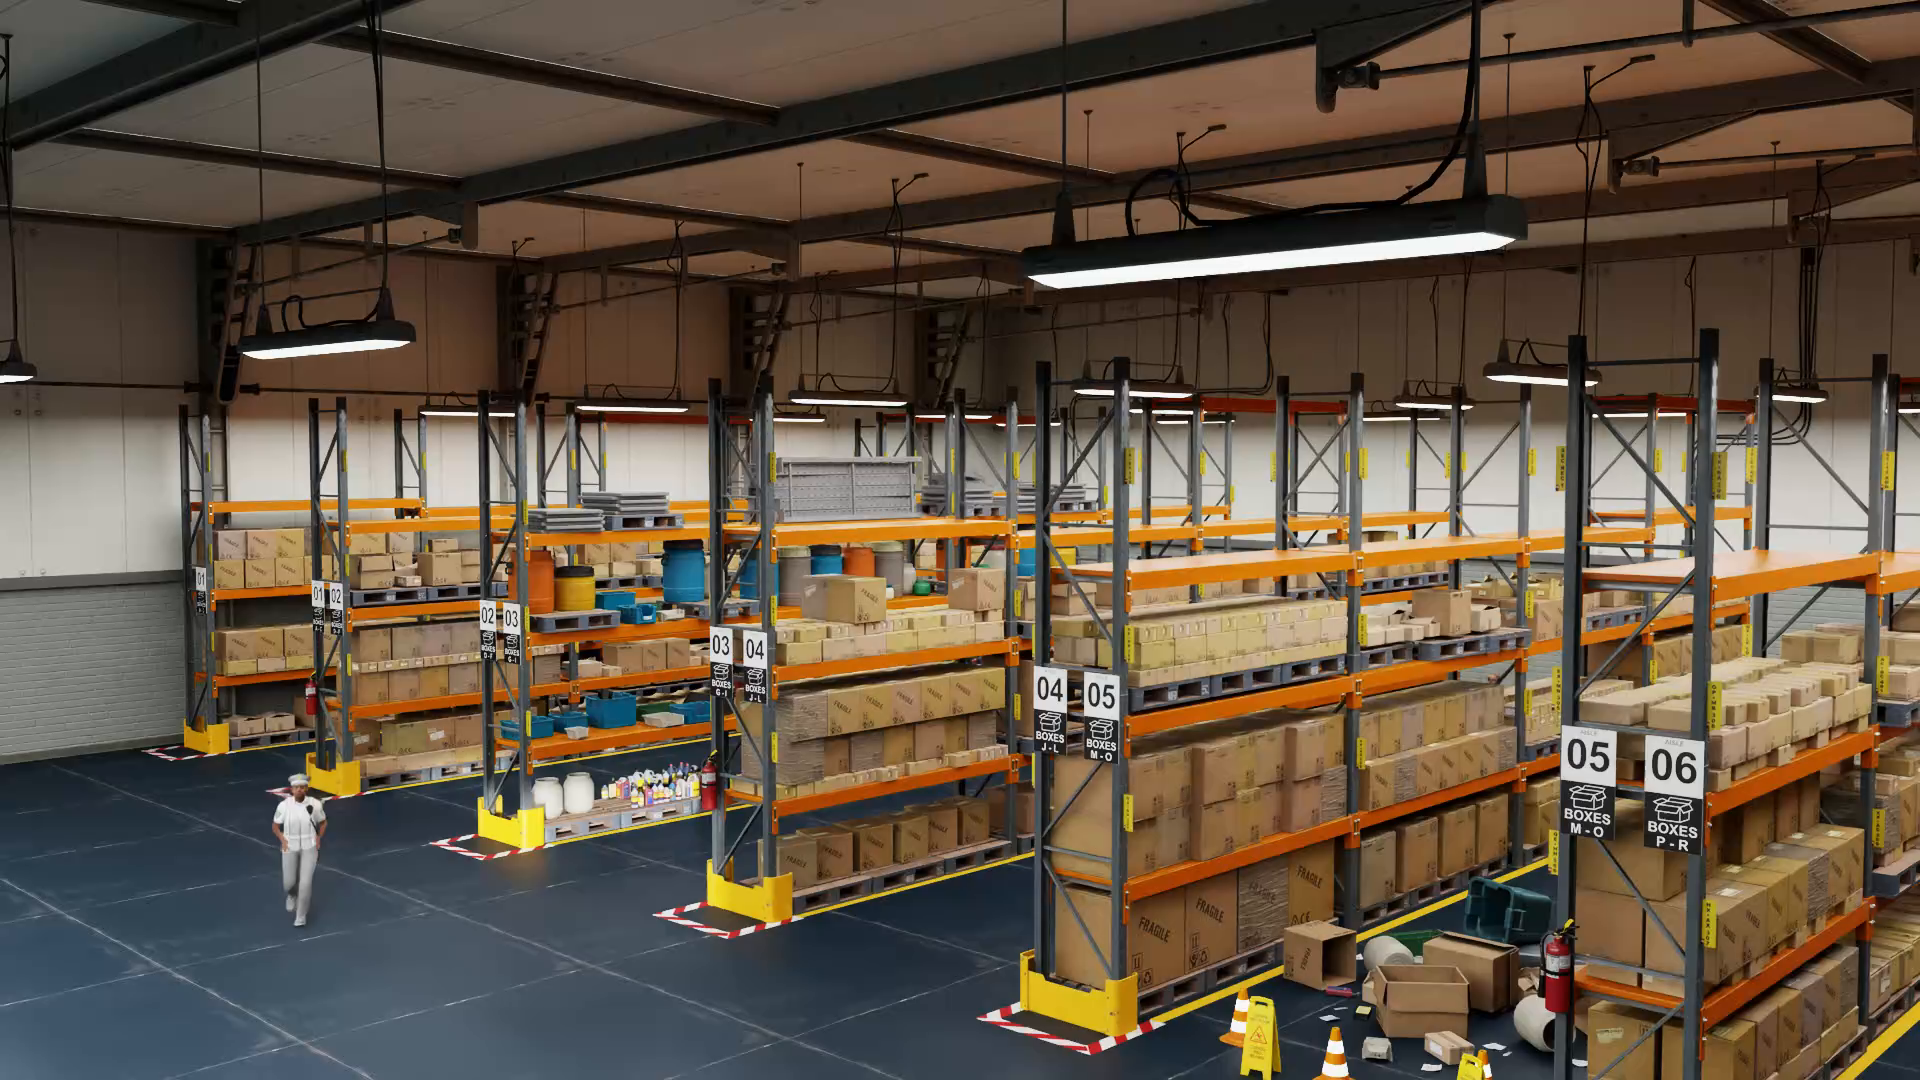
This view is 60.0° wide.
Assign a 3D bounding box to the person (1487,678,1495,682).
[{"bbox_3d":[8.343,2.184,26.050,0.159,0.052,0.152,3,4,45],"label":"person"}]

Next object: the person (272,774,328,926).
[{"bbox_3d":[-7.241,3.373,18.264,0.564,1.655,0.549,-1,3,-22],"label":"person"}]
